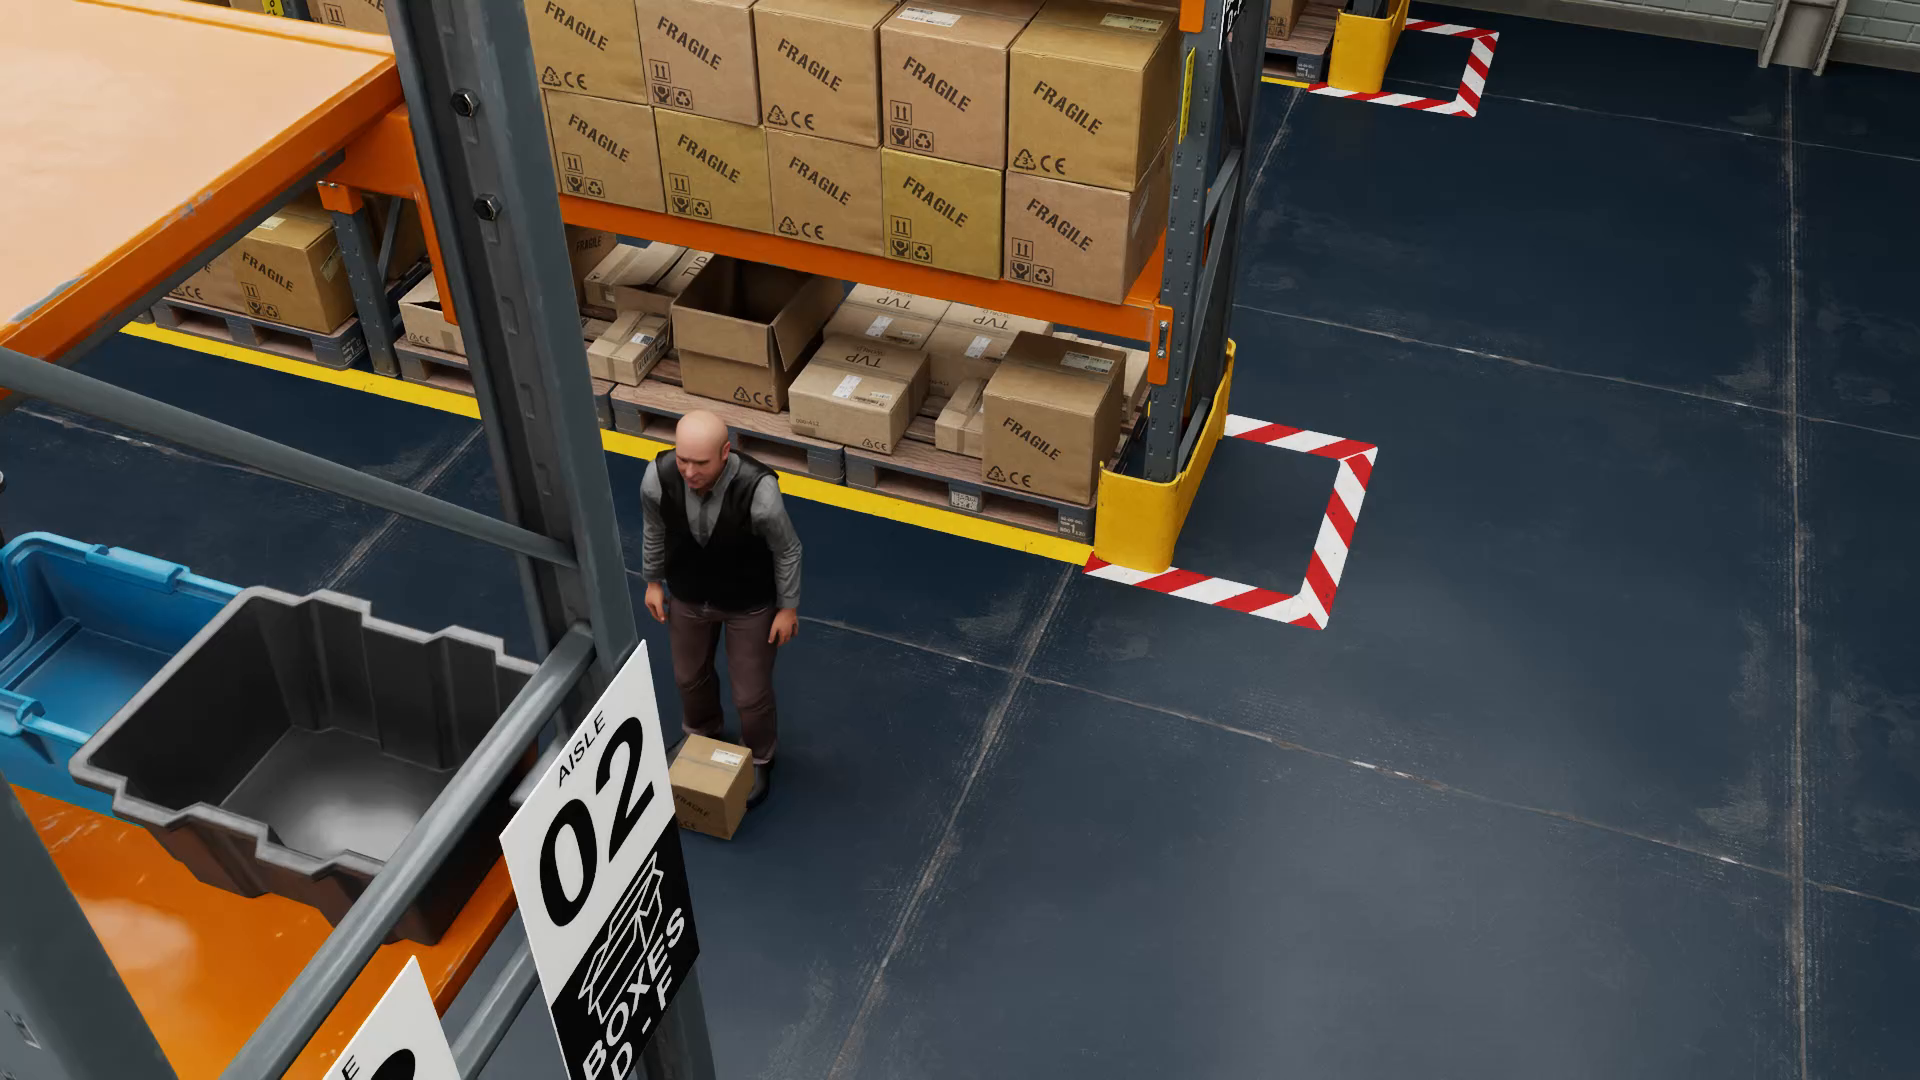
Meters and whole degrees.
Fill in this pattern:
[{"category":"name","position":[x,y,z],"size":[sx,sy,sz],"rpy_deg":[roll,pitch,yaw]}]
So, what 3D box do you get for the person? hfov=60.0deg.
[{"category":"person","position":[-0.847,0.215,5.931],"size":[0.593,1.722,0.466],"rpy_deg":[12,43,13]}]
